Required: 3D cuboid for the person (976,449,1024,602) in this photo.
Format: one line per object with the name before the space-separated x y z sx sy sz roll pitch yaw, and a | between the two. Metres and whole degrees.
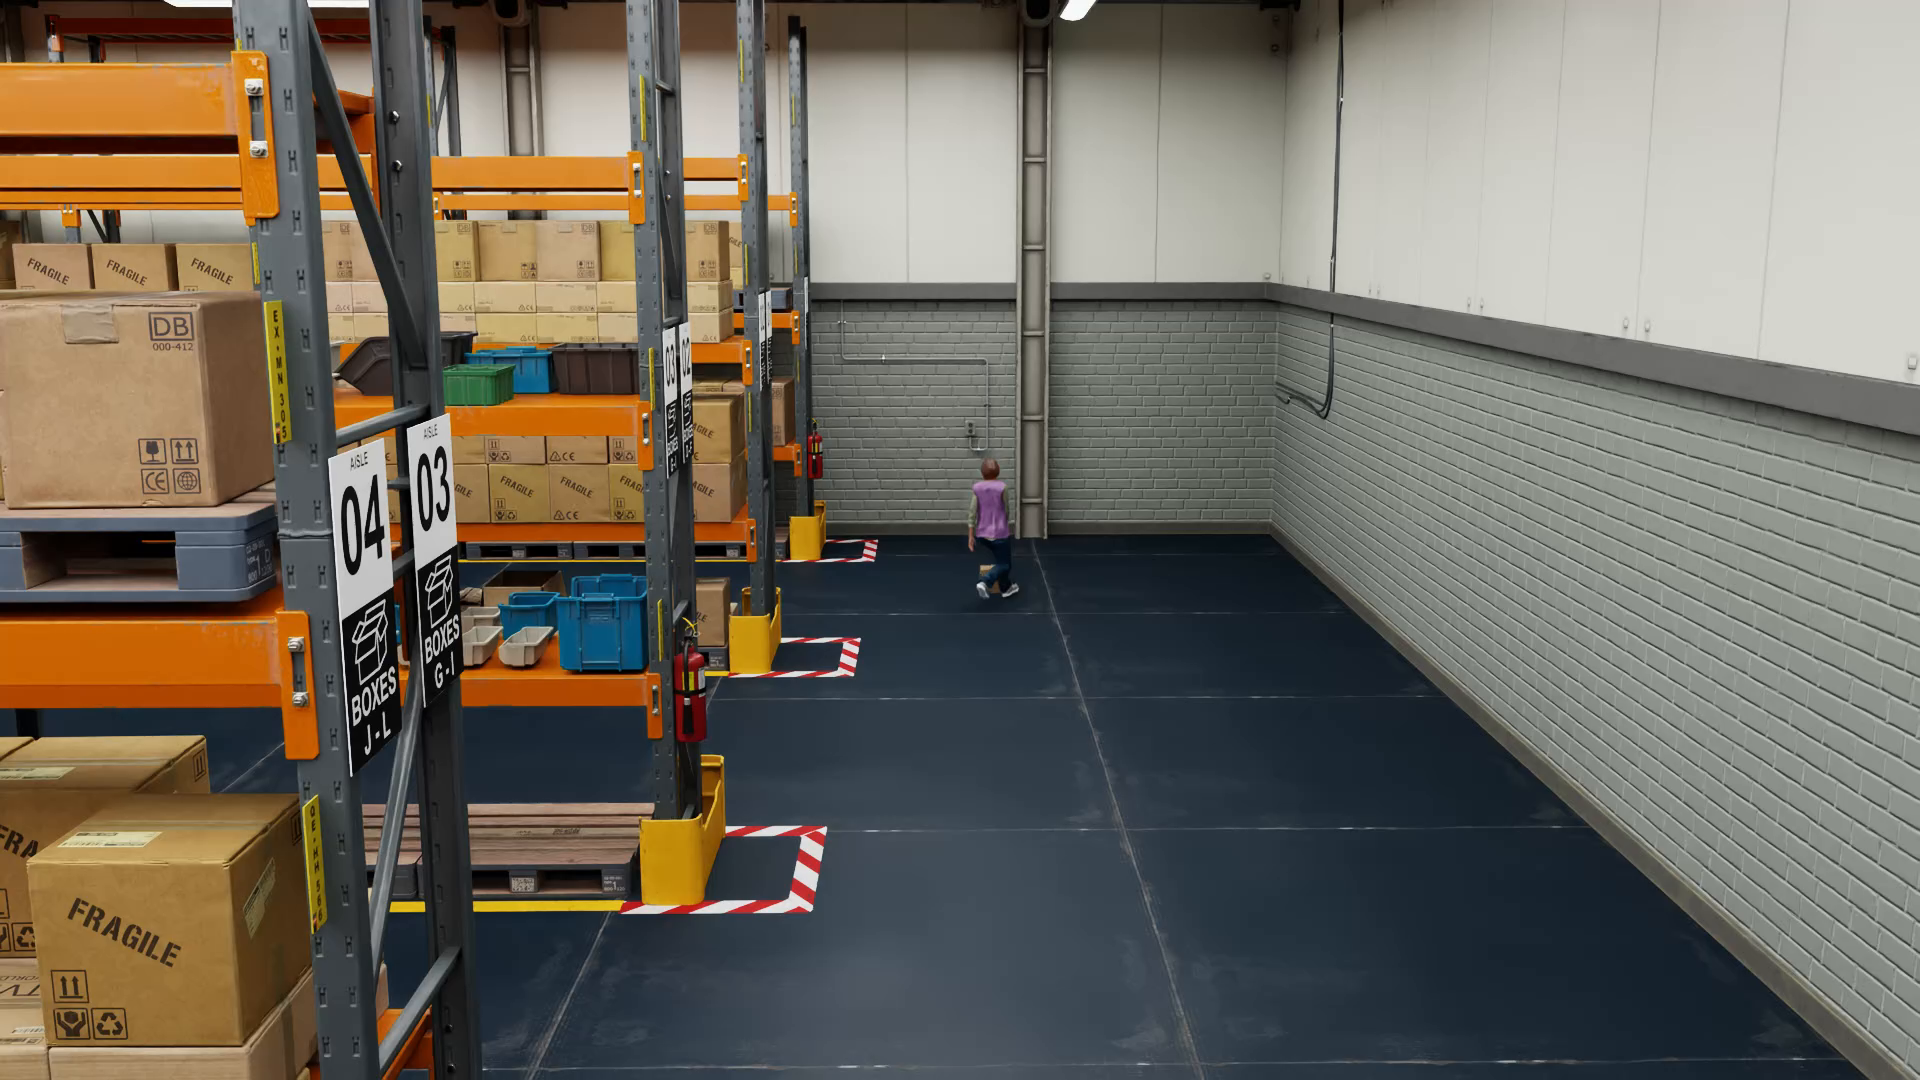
person | 0.403 -0.148 16.814 0.469 1.555 0.641 3 11 17
